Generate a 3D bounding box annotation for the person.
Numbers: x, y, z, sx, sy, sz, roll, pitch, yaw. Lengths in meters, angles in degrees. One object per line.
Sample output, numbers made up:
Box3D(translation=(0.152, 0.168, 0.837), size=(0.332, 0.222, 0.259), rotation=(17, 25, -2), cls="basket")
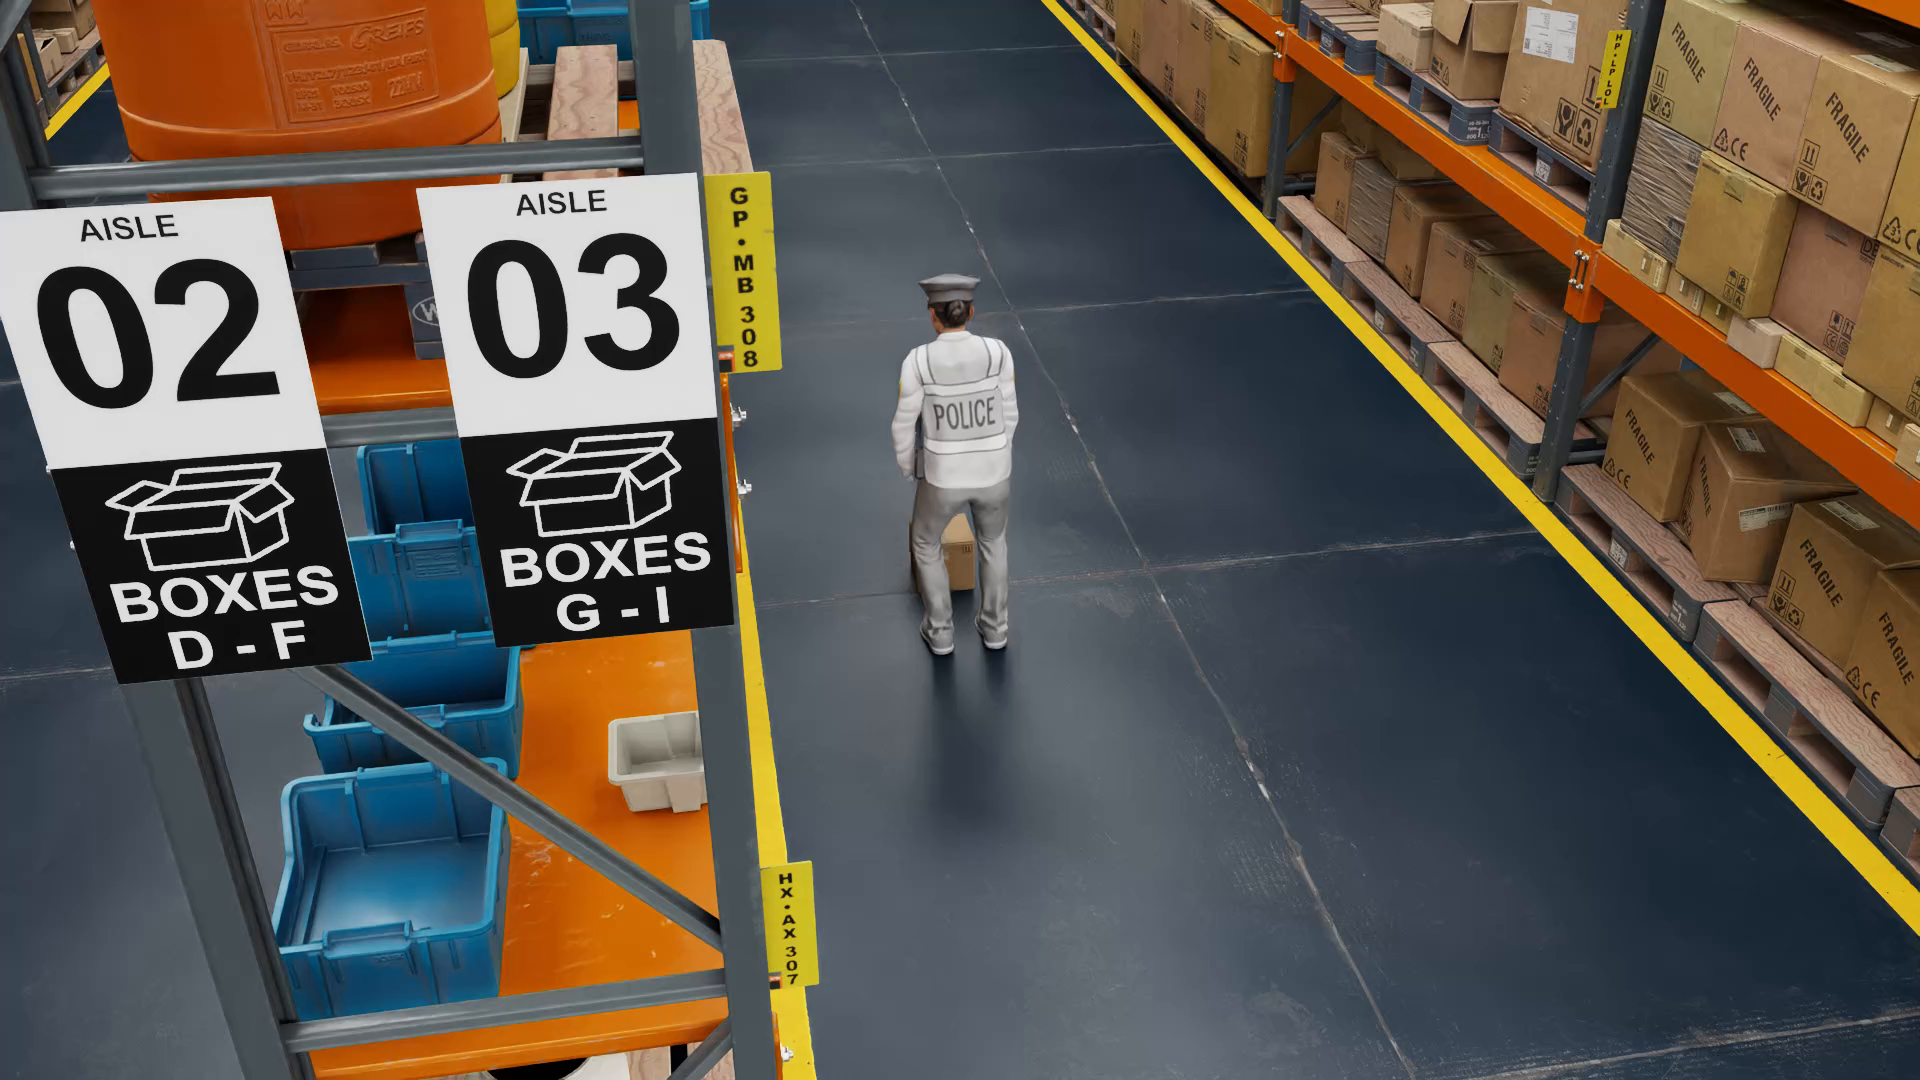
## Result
Box3D(translation=(-0.021, -0.281, 6.674), size=(0.508, 1.604, 0.485), rotation=(-5, 31, -8), cls="person")
